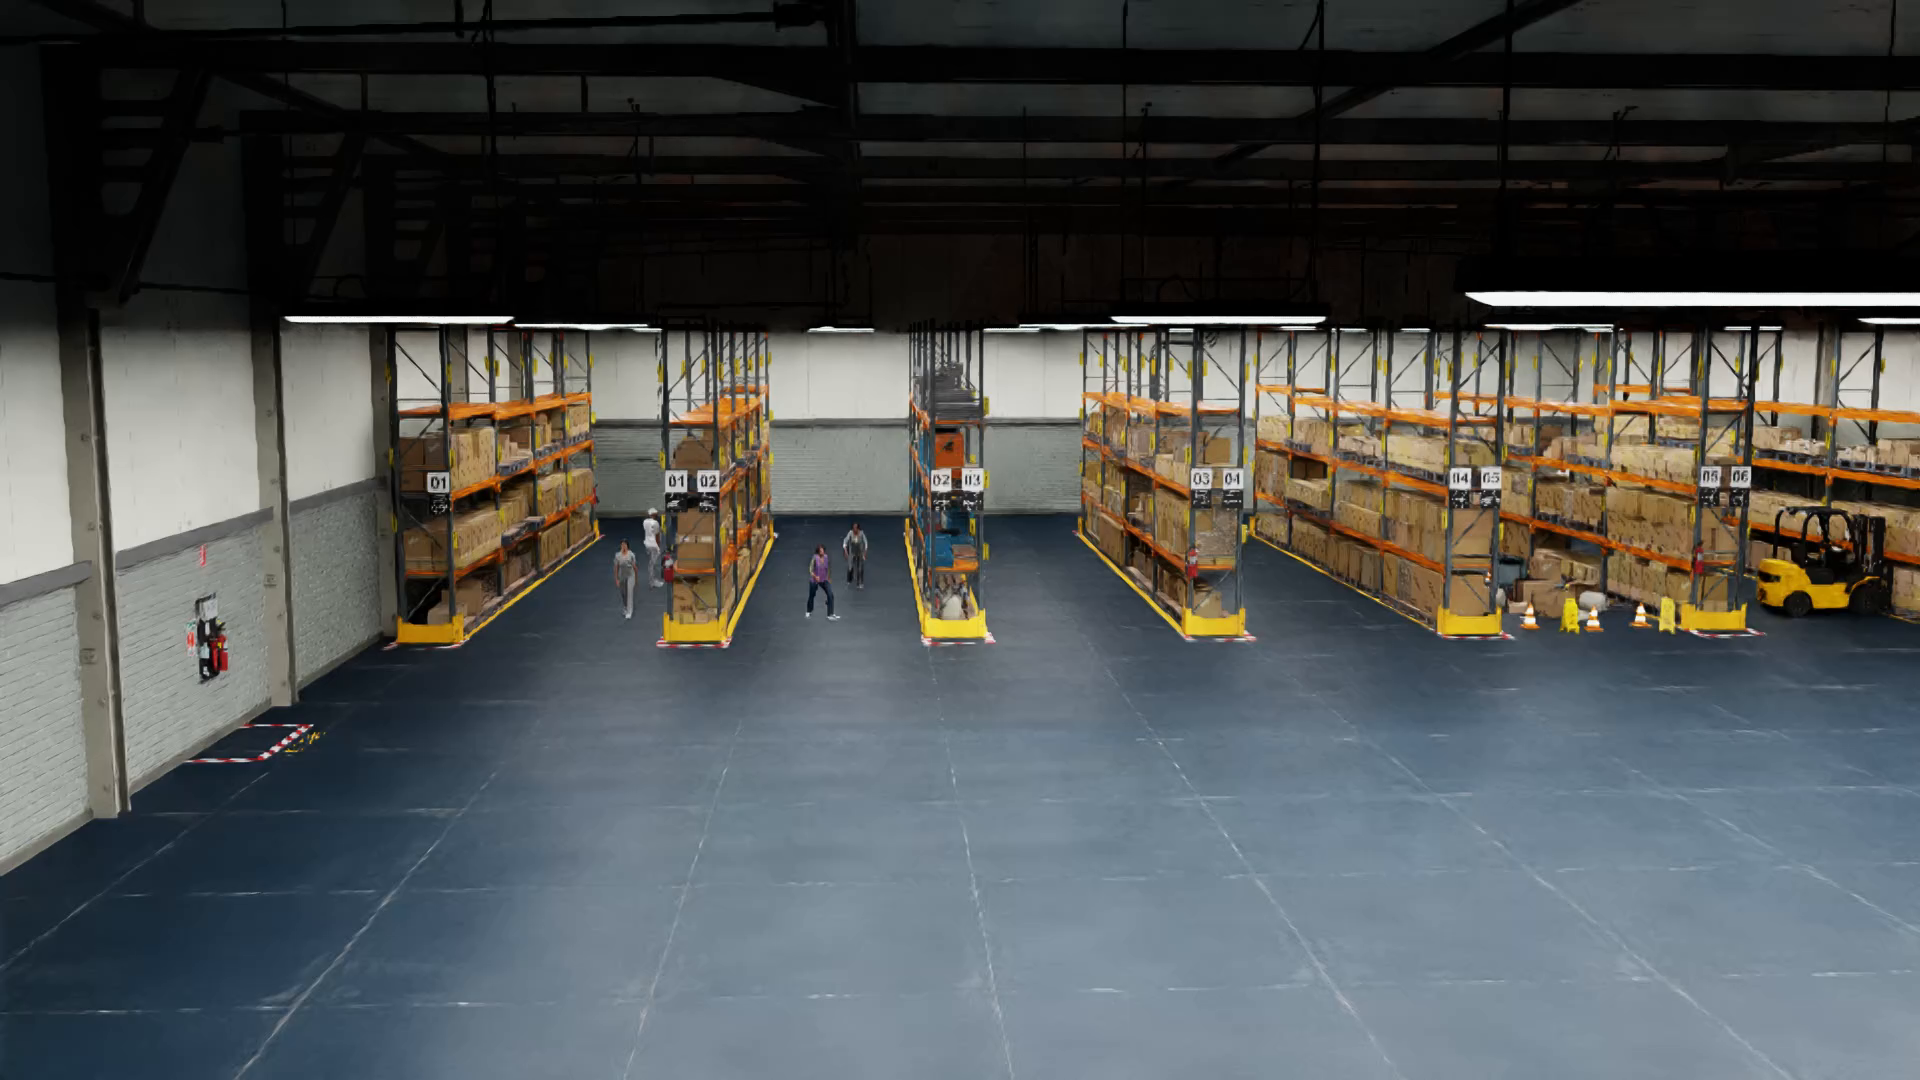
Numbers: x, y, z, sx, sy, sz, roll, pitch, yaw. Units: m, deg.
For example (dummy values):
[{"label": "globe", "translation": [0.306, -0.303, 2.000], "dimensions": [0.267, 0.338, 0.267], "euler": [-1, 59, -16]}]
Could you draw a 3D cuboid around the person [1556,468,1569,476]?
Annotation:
[{"label": "person", "translation": [19.033, -1.634, 52.399], "dimensions": [0.445, 1.757, 0.674], "euler": [-6, 9, -38]}]

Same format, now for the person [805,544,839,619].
[{"label": "person", "translation": [-2.822, 0.820, 33.519], "dimensions": [0.568, 1.528, 0.780], "euler": [-3, 8, -22]}]

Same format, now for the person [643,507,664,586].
[{"label": "person", "translation": [-6.965, 0.135, 37.974], "dimensions": [0.456, 1.786, 0.620], "euler": [-5, 9, -35]}]

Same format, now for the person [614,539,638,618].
[{"label": "person", "translation": [-6.793, 0.756, 33.741], "dimensions": [0.446, 1.590, 1.110], "euler": [0, 7, -1]}]

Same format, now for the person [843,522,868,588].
[{"label": "person", "translation": [-2.359, 0.384, 37.572], "dimensions": [0.566, 1.434, 0.519], "euler": [-1, 7, -6]}]
